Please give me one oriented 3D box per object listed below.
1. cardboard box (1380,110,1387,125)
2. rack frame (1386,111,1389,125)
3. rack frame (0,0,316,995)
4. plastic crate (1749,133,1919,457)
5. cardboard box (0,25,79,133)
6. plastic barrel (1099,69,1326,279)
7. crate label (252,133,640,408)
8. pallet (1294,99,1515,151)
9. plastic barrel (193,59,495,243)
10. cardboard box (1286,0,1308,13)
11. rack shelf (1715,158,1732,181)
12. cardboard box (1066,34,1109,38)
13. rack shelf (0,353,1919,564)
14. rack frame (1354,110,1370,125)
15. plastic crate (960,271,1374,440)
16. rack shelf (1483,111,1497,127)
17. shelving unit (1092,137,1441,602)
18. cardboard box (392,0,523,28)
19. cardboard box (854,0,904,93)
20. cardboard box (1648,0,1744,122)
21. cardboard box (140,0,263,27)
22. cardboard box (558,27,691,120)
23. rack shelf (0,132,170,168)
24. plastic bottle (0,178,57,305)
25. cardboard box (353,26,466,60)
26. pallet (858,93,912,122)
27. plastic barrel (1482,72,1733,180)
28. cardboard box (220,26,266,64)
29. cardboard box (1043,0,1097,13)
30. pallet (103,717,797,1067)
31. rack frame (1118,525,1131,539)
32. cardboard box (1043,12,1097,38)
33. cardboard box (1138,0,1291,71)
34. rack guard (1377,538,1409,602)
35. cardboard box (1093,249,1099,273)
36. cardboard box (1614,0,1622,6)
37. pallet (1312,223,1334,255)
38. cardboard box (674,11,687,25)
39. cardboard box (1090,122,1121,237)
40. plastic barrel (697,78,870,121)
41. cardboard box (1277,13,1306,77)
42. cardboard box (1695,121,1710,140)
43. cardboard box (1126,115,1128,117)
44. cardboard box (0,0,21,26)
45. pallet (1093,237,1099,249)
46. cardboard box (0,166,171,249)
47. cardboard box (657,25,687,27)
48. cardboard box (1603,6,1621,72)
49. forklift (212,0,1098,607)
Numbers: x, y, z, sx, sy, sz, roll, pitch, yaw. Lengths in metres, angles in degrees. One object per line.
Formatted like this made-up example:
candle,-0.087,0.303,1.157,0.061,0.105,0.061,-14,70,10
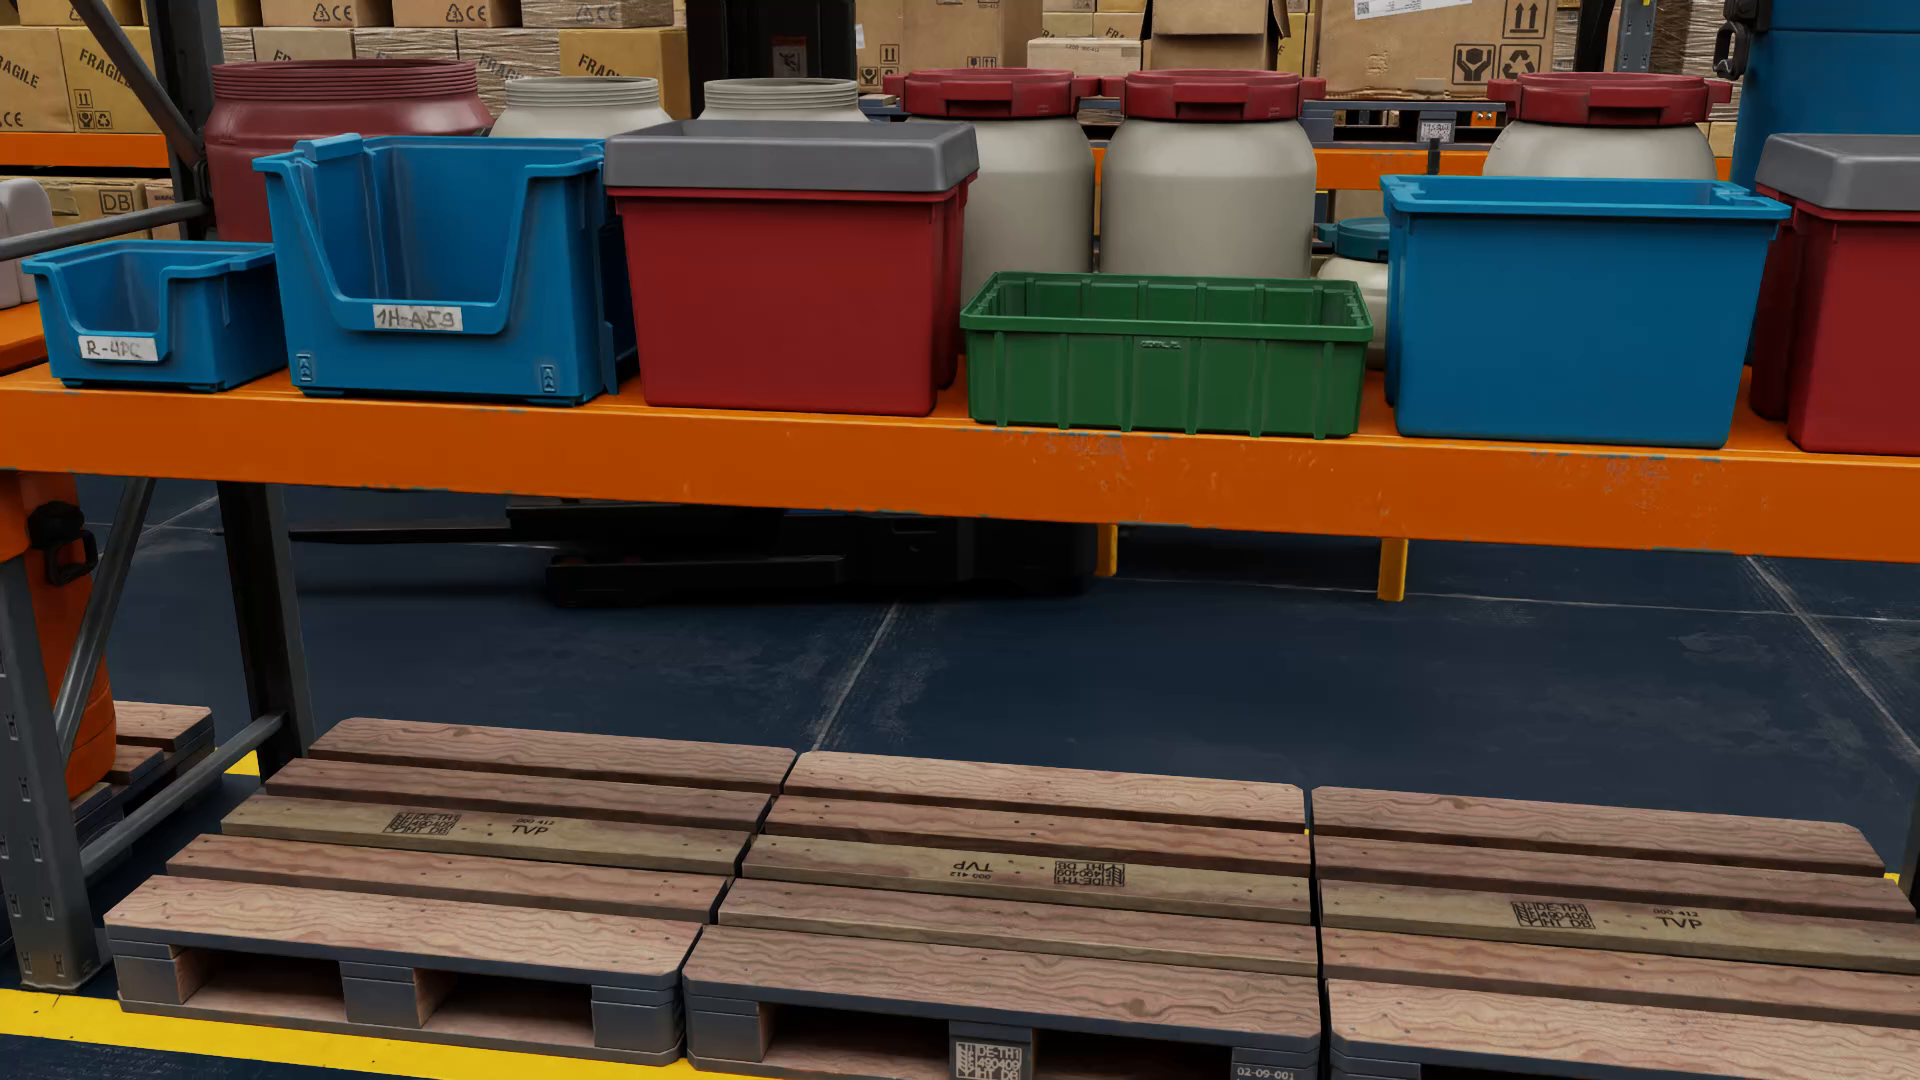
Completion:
cardboard box,5.690,-5.411,21.418,0.500,0.250,0.500,3,19,9
rack frame,4.481,-5.088,16.783,0.127,3.000,1.000,3,19,9
rack frame,-1.826,-0.633,3.468,0.127,3.000,1.000,3,19,9
plastic crate,1.597,-0.391,2.643,0.583,0.464,0.402,3,19,9
cardboard box,-4.575,-2.332,8.389,0.500,0.500,0.500,3,19,9
plastic barrel,0.489,-0.650,3.305,0.433,0.535,0.433,0,18,0
crate label,-0.888,-0.515,3.060,0.616,0.435,0.502,3,19,9
pallet,2.177,-1.977,7.786,1.213,0.211,1.003,3,19,9
plastic barrel,-1.320,-0.769,3.661,0.708,0.536,0.600,3,19,9
cardboard box,2.297,-4.128,12.180,0.500,0.500,0.700,3,19,9
rack shelf,4.884,-1.542,7.318,4.000,0.370,1.077,3,19,9
cardboard box,0.649,-2.321,8.063,0.258,0.266,0.396,2,19,7
rack shelf,0.149,-0.191,3.282,4.000,0.370,1.077,3,19,9
rack frame,5.265,-6.644,21.431,0.127,3.000,1.000,3,19,9
plastic crate,0.359,-0.331,2.898,0.662,0.188,0.450,3,19,9
rack shelf,5.770,-3.091,11.947,4.000,0.370,1.077,3,19,9
shelving unit,1.063,-0.634,5.833,1.083,1.500,0.587,5,19,14
cardboard box,-2.403,-2.784,8.157,0.637,0.503,0.797,3,19,10
cardboard box,-0.501,-2.417,7.980,0.500,0.500,0.500,1,19,2
cardboard box,3.343,-2.130,7.316,0.500,0.500,0.875,3,19,9
cardboard box,-3.682,-2.842,8.330,0.637,0.503,0.797,3,19,9
cardboard box,-1.567,-2.180,7.932,0.500,0.500,0.500,4,19,10
rack shelf,-3.015,-1.944,8.521,4.000,0.370,1.077,3,19,9
plastic bottle,-2.202,-0.697,3.856,0.135,0.276,0.152,3,19,9
cardboard box,-2.571,-2.232,8.088,0.500,0.500,0.500,2,19,7
pallet,-0.320,-2.092,8.129,1.003,0.211,1.213,3,19,9
plastic barrel,1.214,-0.613,3.194,0.433,0.535,0.433,0,18,0
cardboard box,-3.585,-2.282,8.238,0.500,0.500,0.500,2,19,7
cardboard box,0.787,-4.205,12.409,0.500,0.500,0.700,3,19,8
pallet,-1.067,0.740,3.758,1.213,0.211,1.003,3,19,9
rack frame,0.581,-0.674,5.955,0.032,1.500,0.500,5,19,14
cardboard box,0.749,-3.649,12.325,0.500,0.500,0.500,3,19,8
cardboard box,1.183,-2.290,7.596,0.637,0.503,0.797,5,19,14
rack guard,1.545,0.000,5.910,0.087,0.250,0.587,5,19,14
cardboard box,0.735,-1.130,8.200,0.500,0.500,0.700,5,19,13
cardboard box,4.716,-4.095,11.877,0.550,0.550,0.875,3,19,9
pallet,3.022,-2.225,12.621,1.213,0.211,1.003,3,19,9
cardboard box,-1.988,-3.901,12.501,0.250,0.149,0.380,3,19,10
cardboard box,1.297,-2.764,12.721,0.750,0.750,1.050,3,19,9
plastic barrel,-0.361,-0.680,3.433,0.421,0.512,0.421,0,18,0
cardboard box,2.240,-3.573,12.098,0.500,0.500,0.500,3,19,9
cardboard box,3.074,-1.759,7.230,0.250,0.149,0.380,3,19,9
cardboard box,2.575,-5.852,22.146,0.625,0.625,0.875,4,19,10
cardboard box,-5.422,-2.916,8.877,0.500,0.500,0.500,3,19,9
pallet,0.613,-2.348,12.988,1.213,0.211,1.003,3,19,9
cardboard box,-4.355,-1.552,8.901,0.875,0.875,1.225,3,19,9
cardboard box,-1.477,-2.342,8.418,0.500,0.500,0.500,3,19,10
cardboard box,4.708,-3.568,12.004,0.550,0.550,0.875,3,19,9
forklift,-1.061,-1.335,5.674,3.031,2.935,1.130,-1,19,-3
